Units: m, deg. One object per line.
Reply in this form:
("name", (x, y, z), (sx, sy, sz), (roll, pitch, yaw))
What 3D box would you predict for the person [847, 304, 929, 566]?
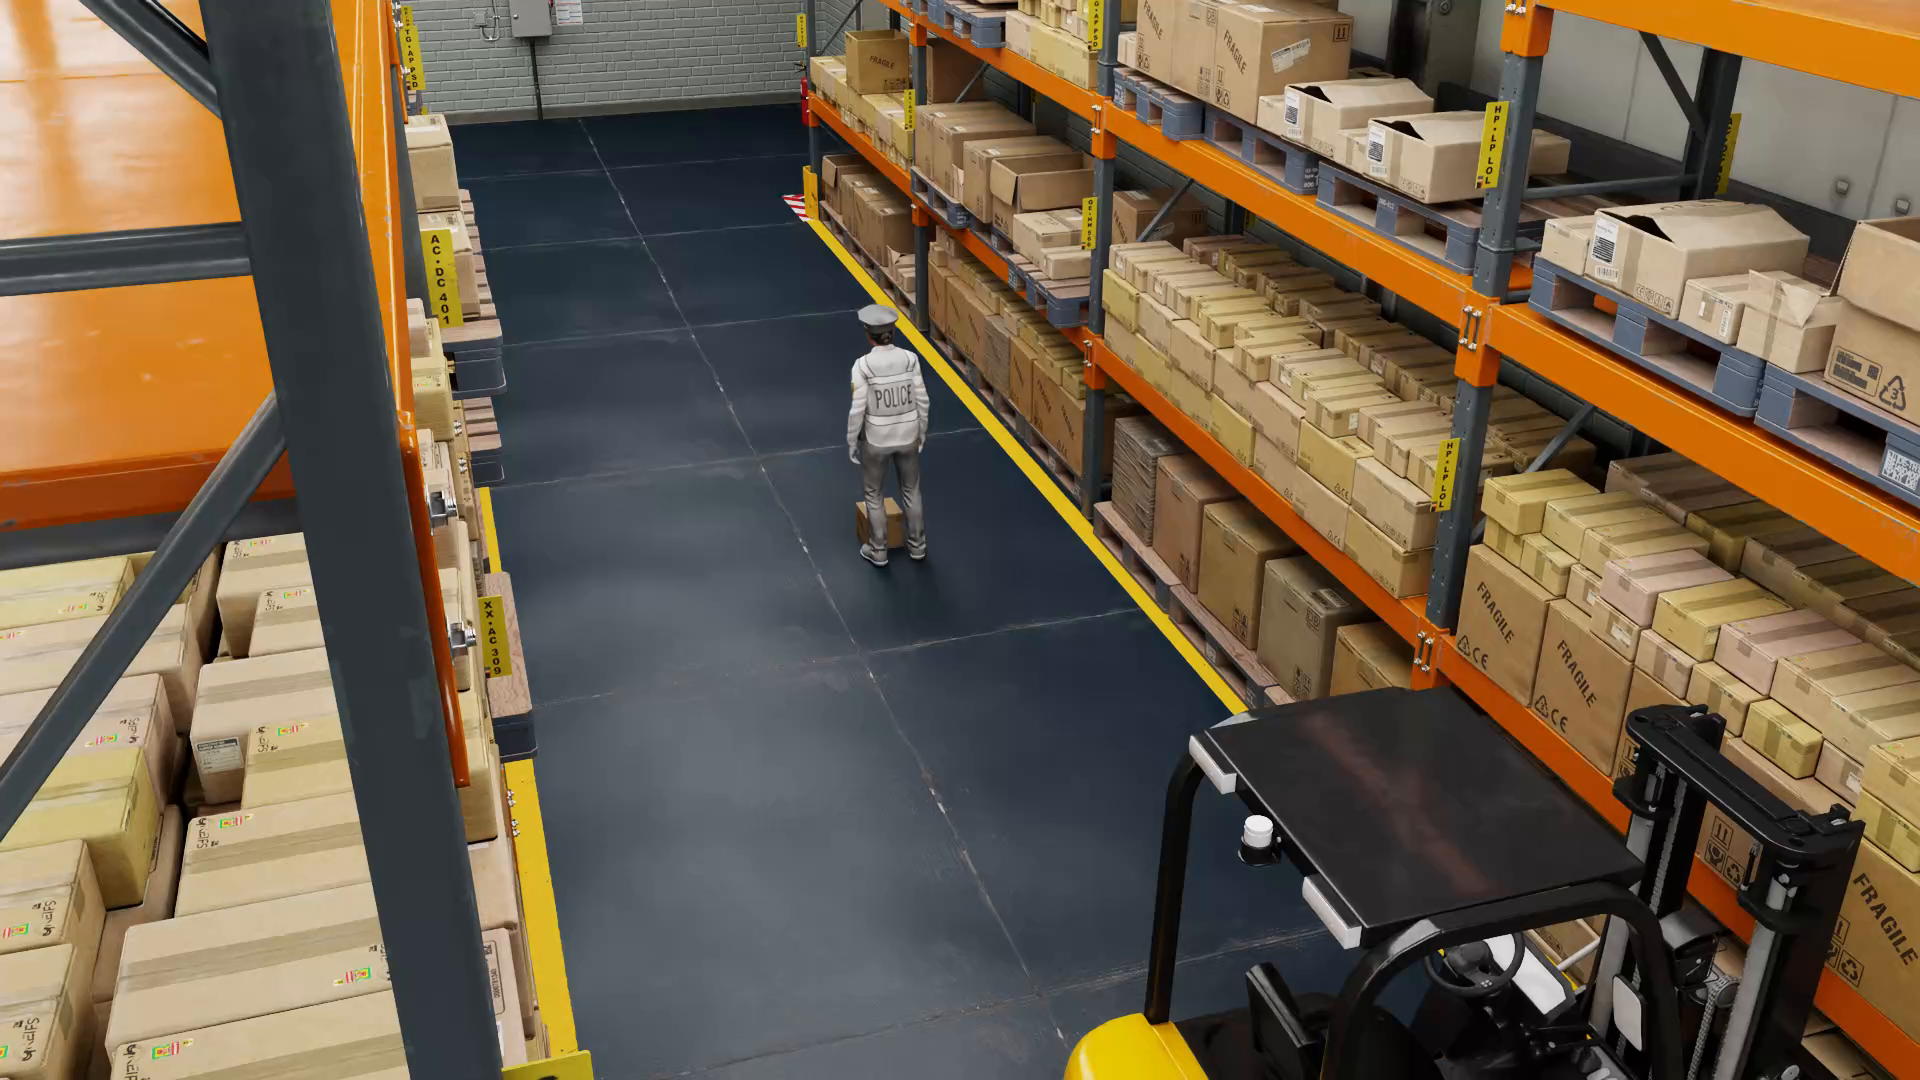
("person", (-0.449, -0.629, 10.374), (0.542, 1.662, 0.375), (-10, 28, -19))
